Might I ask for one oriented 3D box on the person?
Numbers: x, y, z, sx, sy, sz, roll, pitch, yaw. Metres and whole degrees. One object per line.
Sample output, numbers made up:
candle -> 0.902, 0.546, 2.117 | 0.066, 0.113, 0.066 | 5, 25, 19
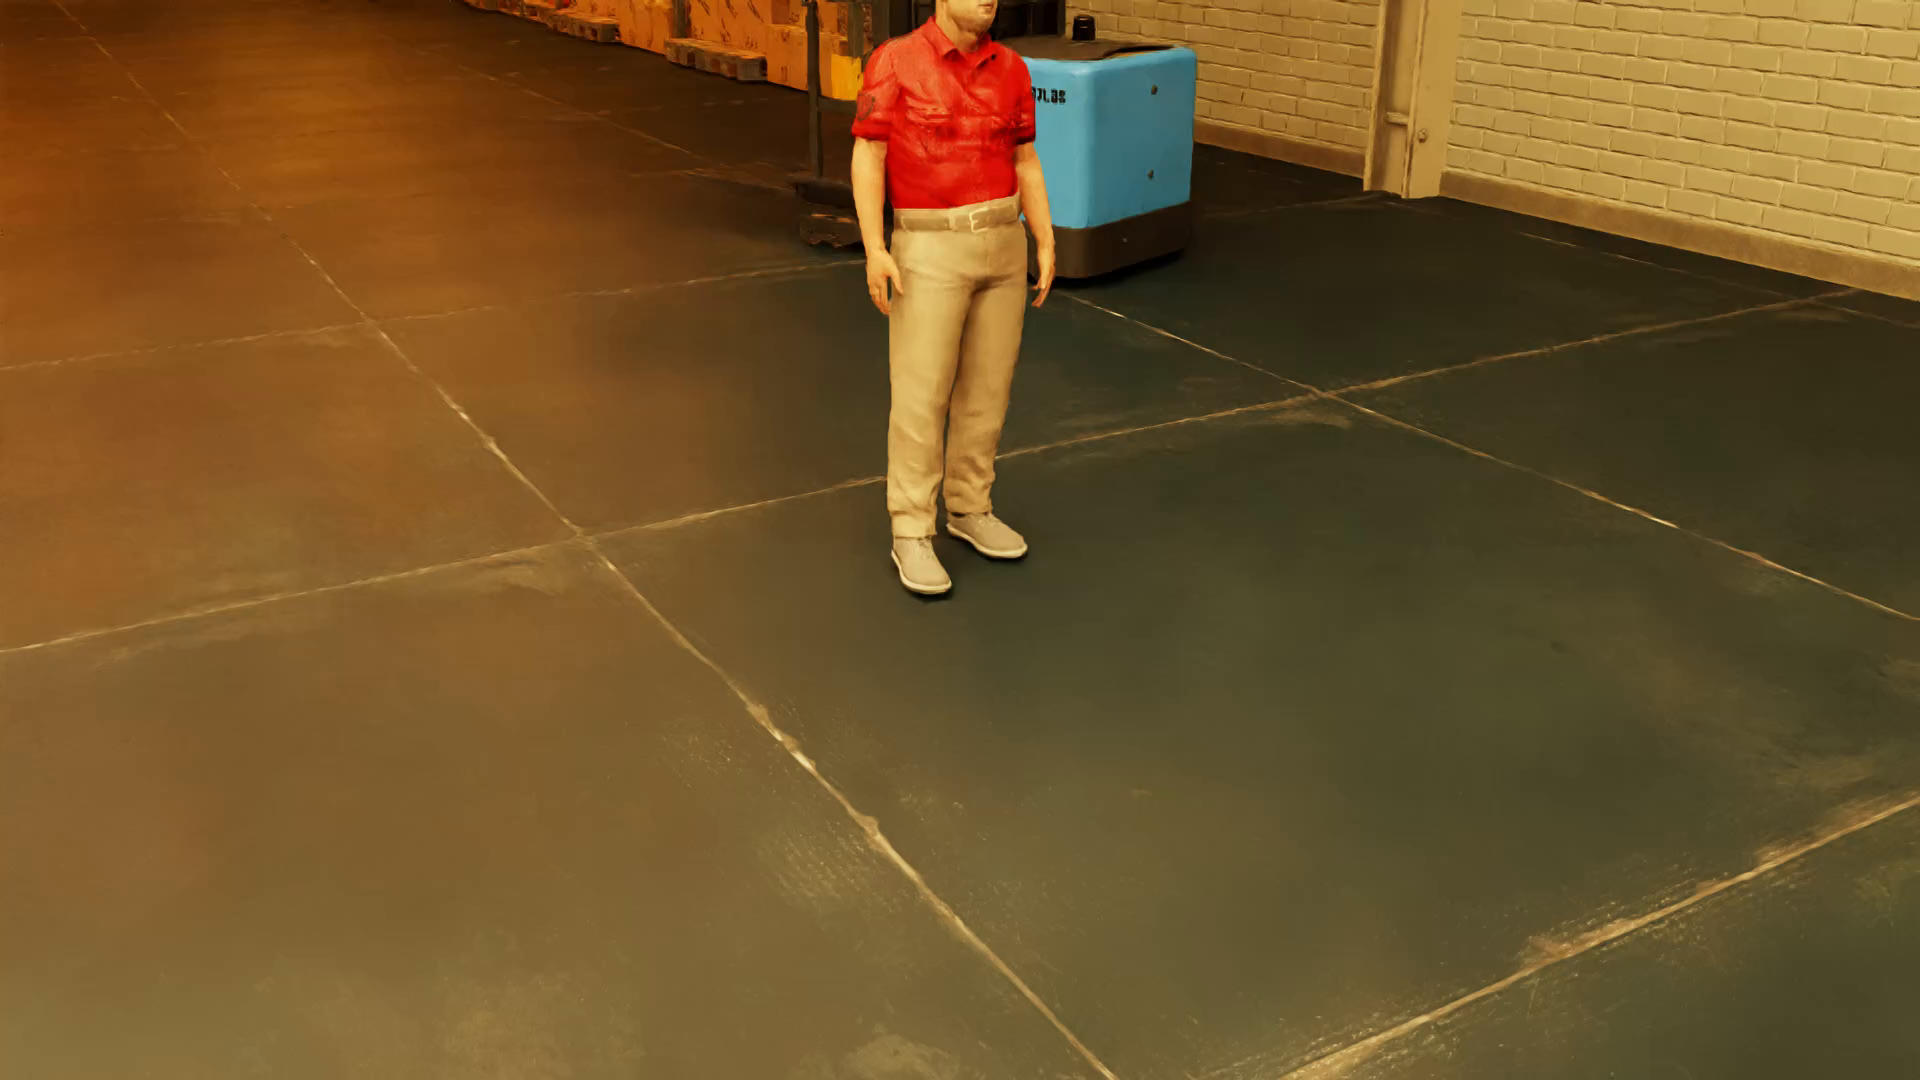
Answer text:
person -> 0.035, -0.775, 4.726 | 0.640, 1.726, 0.550 | -12, 25, -28

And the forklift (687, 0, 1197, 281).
forklift -> -0.247, -3.057, 8.725 | 3.031, 2.935, 1.130 | 18, 28, 36
